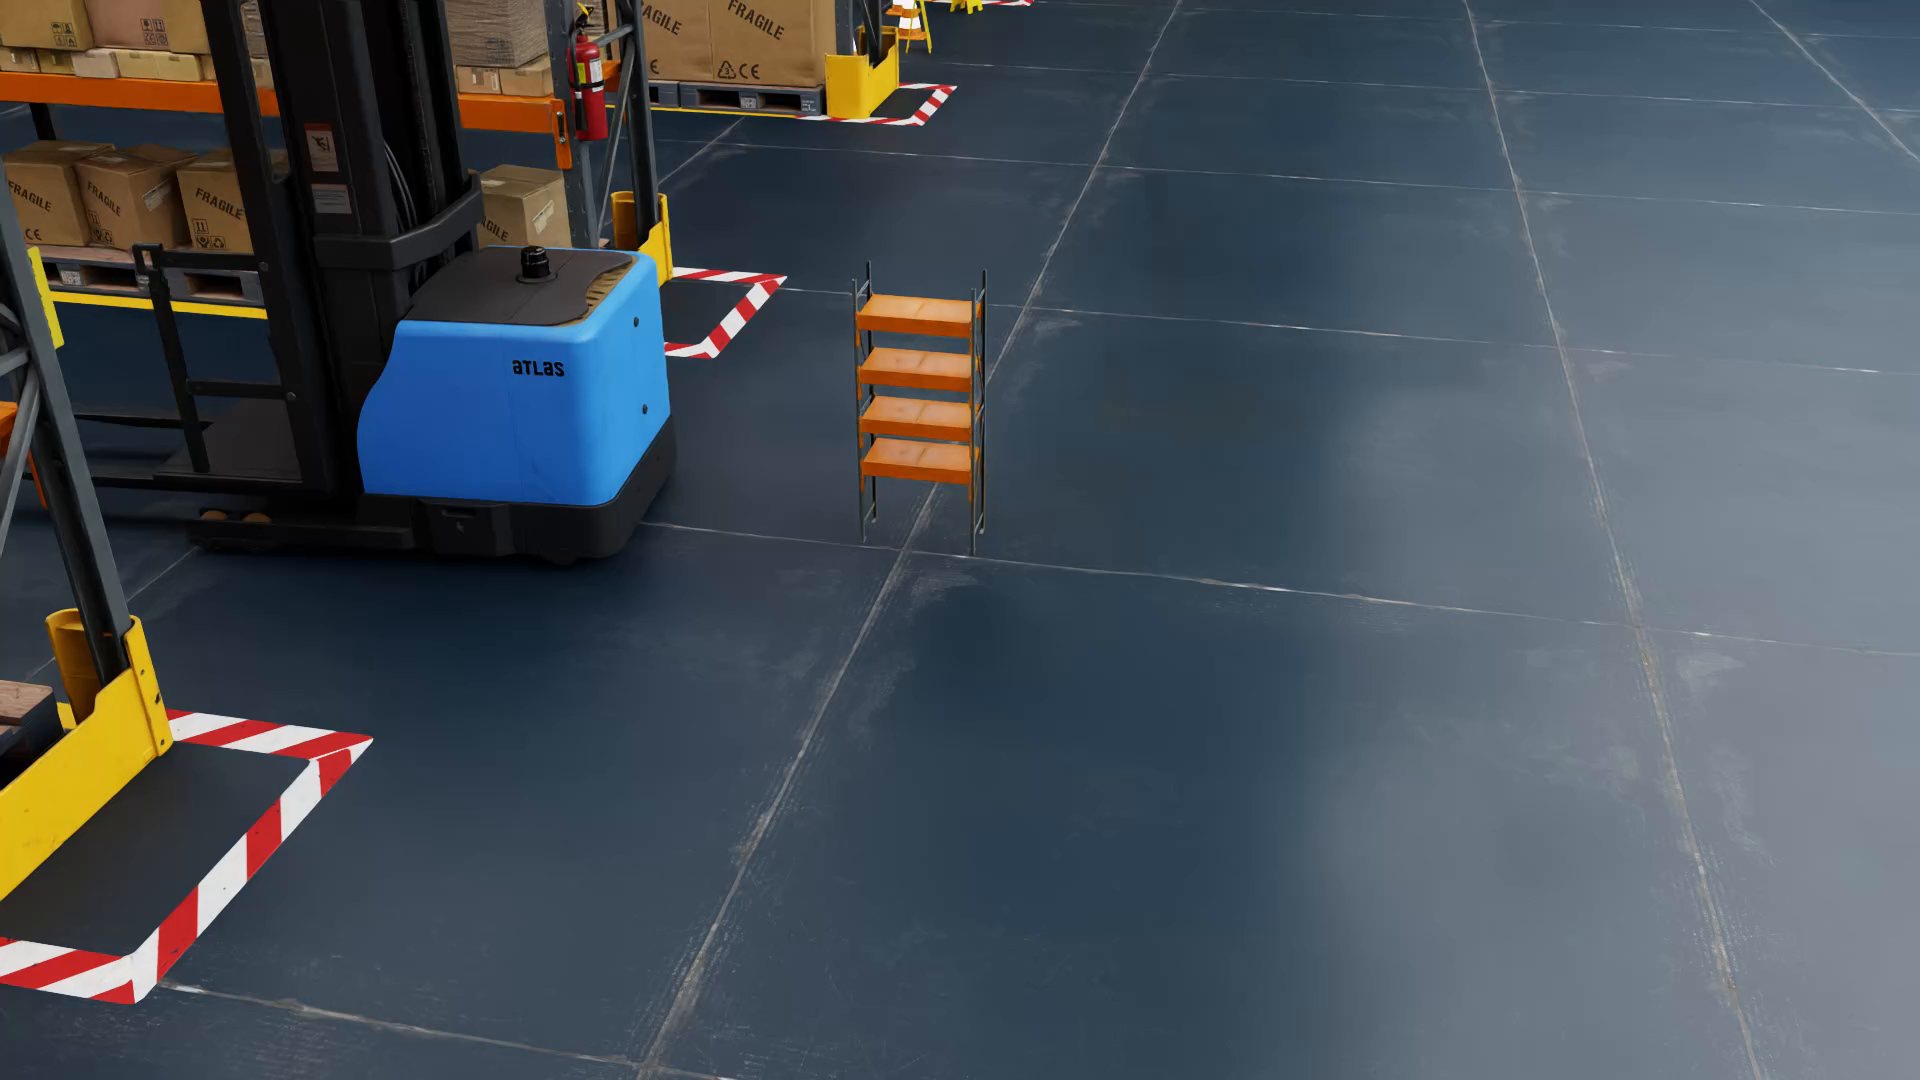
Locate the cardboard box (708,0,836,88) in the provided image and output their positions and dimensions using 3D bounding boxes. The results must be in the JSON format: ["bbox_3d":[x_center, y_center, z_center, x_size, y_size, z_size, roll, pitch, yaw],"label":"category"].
[{"bbox_3d":[-1.507,-4.302,13.760,0.875,0.875,0.875,6,29,11],"label":"cardboard box"}]

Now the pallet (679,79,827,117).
[{"bbox_3d":[-1.628,-3.833,14.032,1.213,0.211,1.003,6,29,11],"label":"pallet"}]

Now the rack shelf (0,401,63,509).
[{"bbox_3d":[-4.955,-0.253,5.338,4.000,0.370,1.077,6,29,11],"label":"rack shelf"}]

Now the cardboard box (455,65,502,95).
[{"bbox_3d":[-2.531,-2.541,9.029,0.250,0.149,0.380,6,29,11],"label":"cardboard box"}]

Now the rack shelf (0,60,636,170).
[{"bbox_3d":[-3.920,-2.579,9.586,4.000,0.370,1.077,6,29,11],"label":"rack shelf"}]

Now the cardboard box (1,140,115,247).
[{"bbox_3d":[-5.493,-2.124,10.172,0.500,0.500,0.500,5,29,9],"label":"cardboard box"}]

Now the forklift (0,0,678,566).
[{"bbox_3d":[-3.188,-5.820,14.828,5.886,2.935,18.991,3,29,6],"label":"forklift"}]

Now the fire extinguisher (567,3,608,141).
[{"bbox_3d":[-1.949,-2.432,8.649,0.183,0.674,0.296,6,29,11],"label":"fire extinguisher"}]

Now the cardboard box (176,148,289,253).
[{"bbox_3d":[-4.308,-2.045,10.027,0.500,0.500,0.500,3,29,6],"label":"cardboard box"}]

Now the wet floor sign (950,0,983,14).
[{"bbox_3d":[0.067,-5.794,17.161,0.232,0.644,0.267,17,33,28],"label":"wet floor sign"}]

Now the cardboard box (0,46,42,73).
[{"bbox_3d":[-5.237,-2.779,9.464,0.250,0.149,0.380,6,29,11],"label":"cardboard box"}]

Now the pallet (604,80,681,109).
[{"bbox_3d":[-2.818,-3.957,14.258,1.213,0.211,1.003,6,29,11],"label":"pallet"}]

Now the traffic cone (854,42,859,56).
[{"bbox_3d":[-1.053,-4.621,15.208,0.334,0.463,0.336,6,29,11],"label":"traffic cone"}]

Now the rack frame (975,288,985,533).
[{"bbox_3d":[0.077,-0.519,6.948,0.006,1.046,0.228,6,29,11],"label":"rack frame"}]

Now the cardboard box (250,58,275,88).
[{"bbox_3d":[-3.775,-2.617,9.167,0.250,0.149,0.380,6,29,11],"label":"cardboard box"}]

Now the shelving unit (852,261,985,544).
[{"bbox_3d":[-0.164,-0.543,6.993,0.499,1.200,0.258,6,29,11],"label":"shelving unit"}]

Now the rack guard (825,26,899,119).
[{"bbox_3d":[-0.806,-3.914,13.879,0.348,0.500,1.175,6,29,11],"label":"rack guard"}]

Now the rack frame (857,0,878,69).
[{"bbox_3d":[-0.831,-5.012,13.281,0.053,2.616,0.949,6,29,11],"label":"rack frame"}]

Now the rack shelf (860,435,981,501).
[{"bbox_3d":[-0.162,-0.310,7.120,0.480,0.148,0.258,6,29,11],"label":"rack shelf"}]

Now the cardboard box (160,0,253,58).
[{"bbox_3d":[-3.977,-3.056,9.295,0.500,0.500,0.875,6,29,11],"label":"cardboard box"}]

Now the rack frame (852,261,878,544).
[{"bbox_3d":[-0.401,-0.567,7.037,0.015,1.200,0.240,6,29,11],"label":"rack frame"}]

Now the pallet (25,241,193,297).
[{"bbox_3d":[-5.212,-1.821,10.357,1.213,0.211,1.003,6,29,11],"label":"pallet"}]

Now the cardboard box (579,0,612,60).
[{"bbox_3d":[-3.259,-4.482,14.088,0.875,0.875,0.875,6,29,11],"label":"cardboard box"}]

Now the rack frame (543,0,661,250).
[{"bbox_3d":[-1.964,-2.694,9.047,0.127,3.000,1.000,6,29,11],"label":"rack frame"}]

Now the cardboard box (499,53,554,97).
[{"bbox_3d":[-2.286,-2.515,8.983,0.250,0.149,0.380,6,29,11],"label":"cardboard box"}]

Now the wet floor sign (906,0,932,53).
[{"bbox_3d":[-0.388,-4.907,15.542,0.232,0.644,0.267,1,29,2],"label":"wet floor sign"}]

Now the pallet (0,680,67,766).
[{"bbox_3d":[-3.876,0.786,5.595,1.213,0.211,1.003,6,29,11],"label":"pallet"}]

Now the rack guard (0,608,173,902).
[{"bbox_3d":[-3.083,0.743,5.372,0.348,0.500,1.175,6,29,11],"label":"rack guard"}]

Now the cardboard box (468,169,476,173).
[{"bbox_3d":[-3.163,-1.896,9.755,0.500,0.500,0.500,14,32,24],"label":"cardboard box"}]

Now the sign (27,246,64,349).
[{"bbox_3d":[-2.880,-0.747,5.203,0.005,0.325,0.100,6,29,11],"label":"sign"}]

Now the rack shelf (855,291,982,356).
[{"bbox_3d":[-0.162,-0.888,6.803,0.480,0.148,0.258,6,29,11],"label":"rack shelf"}]

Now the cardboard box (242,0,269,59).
[{"bbox_3d":[-3.491,-3.001,9.193,0.500,0.500,0.875,6,29,11],"label":"cardboard box"}]

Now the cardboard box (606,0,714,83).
[{"bbox_3d":[-2.368,-4.390,13.920,0.875,0.875,0.875,5,29,10],"label":"cardboard box"}]

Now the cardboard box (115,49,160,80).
[{"bbox_3d":[-4.501,-2.708,9.335,0.250,0.149,0.380,6,29,11],"label":"cardboard box"}]

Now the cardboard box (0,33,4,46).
[{"bbox_3d":[-5.449,-3.195,9.549,0.500,0.500,0.875,6,29,11],"label":"cardboard box"}]

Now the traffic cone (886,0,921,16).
[{"bbox_3d":[-0.585,-5.673,17.129,0.334,0.463,0.336,6,29,11],"label":"traffic cone"}]

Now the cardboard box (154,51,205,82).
[{"bbox_3d":[-4.259,-2.678,9.279,0.250,0.149,0.380,6,29,11],"label":"cardboard box"}]

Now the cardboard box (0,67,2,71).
[{"bbox_3d":[-5.487,-2.791,9.486,0.250,0.149,0.380,6,29,11],"label":"cardboard box"}]

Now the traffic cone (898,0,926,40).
[{"bbox_3d":[-0.484,-5.117,16.115,0.334,0.463,0.336,6,29,11],"label":"traffic cone"}]

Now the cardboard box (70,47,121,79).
[{"bbox_3d":[-4.754,-2.714,9.345,0.250,0.149,0.380,6,29,11],"label":"cardboard box"}]

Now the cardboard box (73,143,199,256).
[{"bbox_3d":[-4.932,-2.070,10.073,0.500,0.500,0.500,16,32,26],"label":"cardboard box"}]

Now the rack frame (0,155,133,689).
[{"bbox_3d":[-2.999,-0.368,4.798,0.127,3.000,1.000,6,29,11],"label":"rack frame"}]

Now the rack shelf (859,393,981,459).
[{"bbox_3d":[-0.162,-0.484,7.024,0.480,0.148,0.258,6,29,11],"label":"rack shelf"}]

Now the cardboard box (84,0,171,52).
[{"bbox_3d":[-4.457,-3.126,9.422,0.500,0.500,0.875,6,29,11],"label":"cardboard box"}]

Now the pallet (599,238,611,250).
[{"bbox_3d":[-2.826,-1.577,9.910,1.213,0.211,1.003,6,29,11],"label":"pallet"}]

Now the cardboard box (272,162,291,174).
[{"bbox_3d":[-3.772,-1.968,9.886,0.500,0.500,0.500,9,30,15],"label":"cardboard box"}]

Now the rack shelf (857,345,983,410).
[{"bbox_3d":[-0.162,-0.680,6.917,0.480,0.148,0.258,6,29,11],"label":"rack shelf"}]

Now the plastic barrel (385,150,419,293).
[{"bbox_3d":[-7.193,-0.824,6.782,9.508,1.474,2.714,6,29,11],"label":"plastic barrel"}]

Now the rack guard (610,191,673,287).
[{"bbox_3d":[-2.039,-1.605,9.661,0.348,0.500,1.175,6,29,11],"label":"rack guard"}]

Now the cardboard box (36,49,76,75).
[{"bbox_3d":[-4.990,-2.758,9.426,0.250,0.149,0.380,6,29,11],"label":"cardboard box"}]

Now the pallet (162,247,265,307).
[{"bbox_3d":[-4.015,-1.700,10.135,1.213,0.211,1.003,6,29,11],"label":"pallet"}]

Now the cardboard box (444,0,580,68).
[{"bbox_3d":[-2.497,-2.936,9.076,0.500,0.500,0.875,6,29,11],"label":"cardboard box"}]
